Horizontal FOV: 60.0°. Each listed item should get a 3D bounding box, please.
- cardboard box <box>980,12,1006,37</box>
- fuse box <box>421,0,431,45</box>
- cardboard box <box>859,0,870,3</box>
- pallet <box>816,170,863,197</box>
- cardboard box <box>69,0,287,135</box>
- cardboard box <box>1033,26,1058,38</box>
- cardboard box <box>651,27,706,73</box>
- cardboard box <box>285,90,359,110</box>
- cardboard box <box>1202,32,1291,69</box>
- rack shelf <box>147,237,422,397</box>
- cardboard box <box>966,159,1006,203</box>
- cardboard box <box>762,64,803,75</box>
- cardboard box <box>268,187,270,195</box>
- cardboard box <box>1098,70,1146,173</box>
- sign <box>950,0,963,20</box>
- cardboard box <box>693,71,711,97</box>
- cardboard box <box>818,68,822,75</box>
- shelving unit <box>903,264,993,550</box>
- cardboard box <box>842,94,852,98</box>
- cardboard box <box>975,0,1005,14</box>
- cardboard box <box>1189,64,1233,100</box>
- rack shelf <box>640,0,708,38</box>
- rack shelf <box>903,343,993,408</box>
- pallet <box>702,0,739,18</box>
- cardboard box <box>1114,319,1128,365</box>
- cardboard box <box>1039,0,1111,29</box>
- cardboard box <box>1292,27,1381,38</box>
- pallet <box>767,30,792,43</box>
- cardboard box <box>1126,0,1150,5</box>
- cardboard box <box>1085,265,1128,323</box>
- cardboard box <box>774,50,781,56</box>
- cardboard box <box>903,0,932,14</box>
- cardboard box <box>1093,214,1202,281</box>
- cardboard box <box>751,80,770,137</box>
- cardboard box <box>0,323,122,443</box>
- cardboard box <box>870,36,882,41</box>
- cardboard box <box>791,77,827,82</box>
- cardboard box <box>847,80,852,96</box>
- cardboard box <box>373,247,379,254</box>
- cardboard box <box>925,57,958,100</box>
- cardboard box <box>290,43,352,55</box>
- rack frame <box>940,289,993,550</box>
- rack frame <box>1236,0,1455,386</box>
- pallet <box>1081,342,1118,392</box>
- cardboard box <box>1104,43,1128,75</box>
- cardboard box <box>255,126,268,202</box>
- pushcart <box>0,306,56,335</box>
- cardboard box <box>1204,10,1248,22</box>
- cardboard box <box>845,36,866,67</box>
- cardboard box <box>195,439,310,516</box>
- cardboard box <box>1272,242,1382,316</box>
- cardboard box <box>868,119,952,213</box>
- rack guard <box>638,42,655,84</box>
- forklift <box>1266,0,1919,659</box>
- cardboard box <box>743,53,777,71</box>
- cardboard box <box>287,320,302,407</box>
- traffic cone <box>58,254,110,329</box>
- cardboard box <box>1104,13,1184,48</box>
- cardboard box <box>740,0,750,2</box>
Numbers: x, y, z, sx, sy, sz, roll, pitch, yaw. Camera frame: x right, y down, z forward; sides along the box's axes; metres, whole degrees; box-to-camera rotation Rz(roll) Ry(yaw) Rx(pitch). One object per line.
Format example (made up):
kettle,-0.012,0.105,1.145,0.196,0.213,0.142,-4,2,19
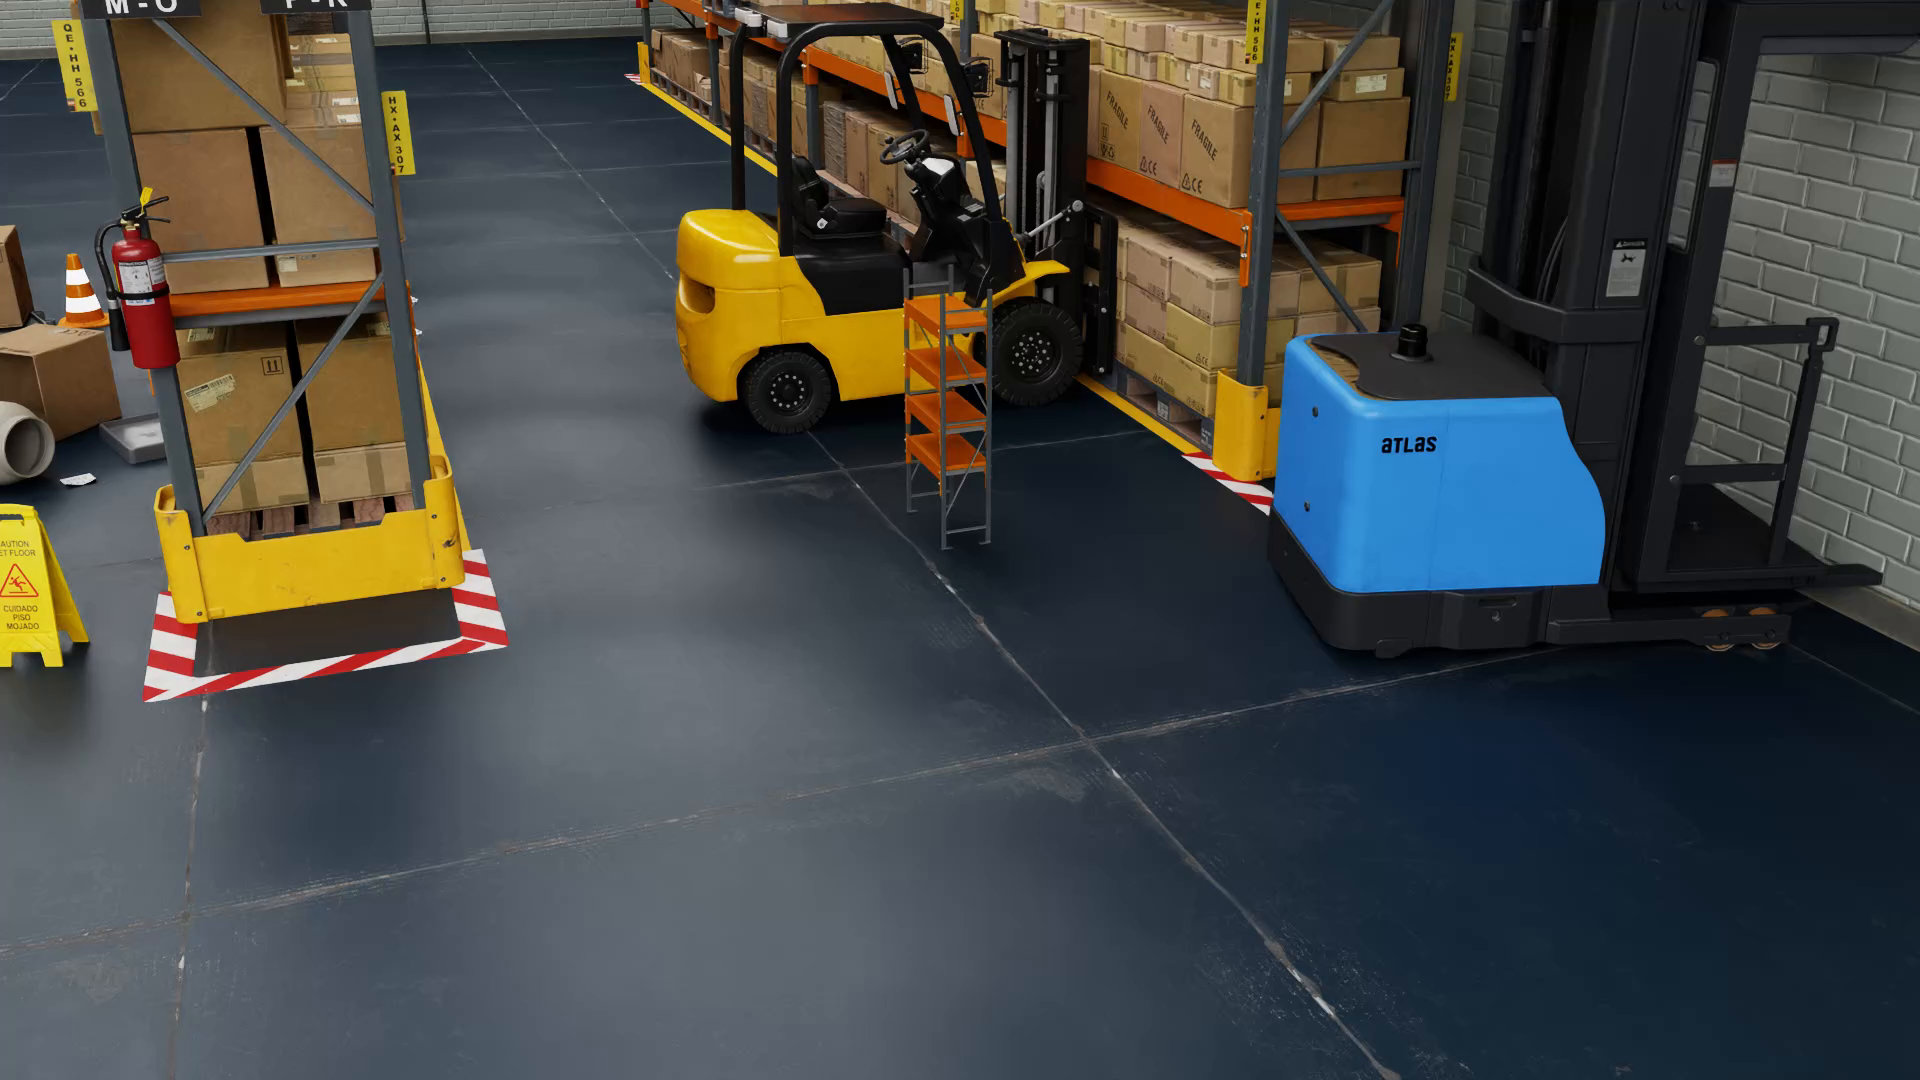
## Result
cardboard box,0.353,-3.470,11.157,0.380,0.149,0.250,-9,24,-20
fuse box,-8.392,-8.642,26.050,0.539,1.711,0.414,-8,24,-19
cardboard box,-0.624,-4.452,13.486,0.380,0.149,0.250,-8,24,-18
pallet,-0.672,-3.141,14.930,1.003,0.211,1.213,-8,24,-19
cardboard box,-3.127,-1.941,6.693,0.700,0.500,0.500,-9,24,-20
cardboard box,0.673,-3.090,10.255,0.380,0.149,0.250,-9,24,-20
cardboard box,-3.625,-6.445,21.853,0.797,0.503,0.637,-9,25,-21
cardboard box,-2.836,-1.722,7.462,0.500,0.500,0.500,-8,24,-17
cardboard box,1.460,-2.492,8.454,0.380,0.149,0.250,-8,24,-19
rack shelf,-3.449,-1.536,8.459,1.077,0.370,4.000,-8,24,-19
cardboard box,0.364,-2.445,11.402,0.500,0.250,0.500,-9,24,-20
cardboard box,-1.819,-4.797,17.113,0.380,0.149,0.250,-8,24,-19
cardboard box,-3.597,-1.690,8.221,0.380,0.149,0.250,-8,24,-19
cardboard box,1.124,-2.388,9.426,0.500,0.500,0.500,-9,24,-20
sign,-0.018,-3.696,11.268,0.100,0.325,0.005,-8,24,-19
cardboard box,-2.937,-5.409,19.701,0.396,0.266,0.258,-7,24,-17
cardboard box,-1.326,-4.766,17.037,0.380,0.149,0.250,-8,24,-19
shelving unit,-0.059,-0.613,7.660,0.258,1.200,0.503,-8,24,-19
cardboard box,-0.968,-4.145,16.399,0.500,0.500,0.500,-8,24,-19
cardboard box,0.322,-3.602,11.088,0.380,0.149,0.250,-8,24,-18
cardboard box,1.397,-2.345,8.487,0.380,0.149,0.250,-8,24,-18
rack shelf,-3.046,-6.579,20.423,1.077,0.370,4.000,-8,24,-19
rack shelf,-0.059,-0.757,7.599,0.258,0.148,0.480,-8,24,-19
pallet,-2.159,-5.790,17.872,1.003,0.211,1.213,-8,24,-19
cardboard box,1.103,-1.242,9.835,0.500,0.250,0.500,-8,24,-18
cardboard box,0.709,-3.230,10.205,0.380,0.149,0.250,-9,24,-20
cardboard box,1.946,-2.562,8.620,0.380,0.149,0.250,-7,24,-17
pallet,-1.232,-4.879,15.710,1.213,0.211,1.003,-8,24,-19
cardboard box,1.258,-3.314,10.403,0.380,0.149,0.250,-9,24,-20
cardboard box,1.066,-1.483,9.762,0.500,0.250,0.500,-9,24,-20
cardboard box,-1.842,-5.335,18.389,0.380,0.149,0.250,-8,24,-19
cardboard box,-0.204,-3.980,12.368,0.380,0.149,0.250,-9,25,-21
cardboard box,1.072,-1.702,9.638,0.500,0.250,0.500,-8,24,-18
cardboard box,-1.832,-4.455,17.136,0.500,0.500,0.500,-9,25,-21
cardboard box,-5.050,-0.868,9.162,0.500,0.500,0.500,8,24,18
cardboard box,-0.450,-4.140,13.260,0.500,0.250,0.500,-8,24,-18
cardboard box,-1.515,-4.412,16.199,0.380,0.149,0.250,-9,25,-21
cardboard box,-0.888,-4.403,16.178,0.380,0.149,0.250,-8,24,-17
cardboard box,-2.789,-1.374,7.472,0.380,0.149,0.250,-9,25,-21
cardboard box,0.064,-3.355,12.041,0.500,0.250,0.500,-8,24,-18
cardboard box,-3.578,-2.464,9.223,0.500,0.500,0.500,-8,24,-17
rack frame,0.028,-0.524,7.449,0.240,1.200,0.015,-8,24,-19
rack frame,1.900,-1.823,8.214,1.000,3.000,0.127,-8,24,-19
pallet,1.163,-1.253,10.452,1.003,0.211,1.213,-8,24,-19
cardboard box,1.039,-2.719,9.374,0.380,0.149,0.250,-8,24,-19
cardboard box,-3.538,-1.848,7.762,0.500,0.500,0.500,-8,24,-19
pushcart,-6.271,-1.055,9.768,1.648,0.377,0.936,-18,29,-37
cardboard box,1.623,-2.944,9.525,0.380,0.149,0.250,-9,24,-20
cardboard box,-0.637,-4.097,13.801,0.500,0.250,0.500,-9,25,-21
cardboard box,-3.288,-0.333,7.678,0.500,0.250,0.500,-8,24,-19
cardboard box,1.907,-1.411,8.949,0.500,0.250,0.500,-9,24,-20
cardboard box,-0.243,-3.120,13.807,0.875,0.625,0.625,-9,25,-21
rack guard,-3.726,-6.458,22.428,1.175,0.500,0.348,-8,24,-19
forklift,2.913,-1.105,6.598,3.031,2.935,1.130,-2,23,-5
cardboard box,-2.190,-5.176,18.010,0.380,0.149,0.250,-10,25,-22
cardboard box,-3.457,-0.858,7.957,0.500,0.500,0.500,-7,24,-17
traffic cone,-5.903,-1.684,11.150,0.336,0.463,0.334,-8,24,-19
cardboard box,1.031,-2.857,9.319,0.380,0.149,0.250,-8,24,-18
cardboard box,-1.918,-5.743,16.845,0.700,0.500,0.500,-8,24,-19
